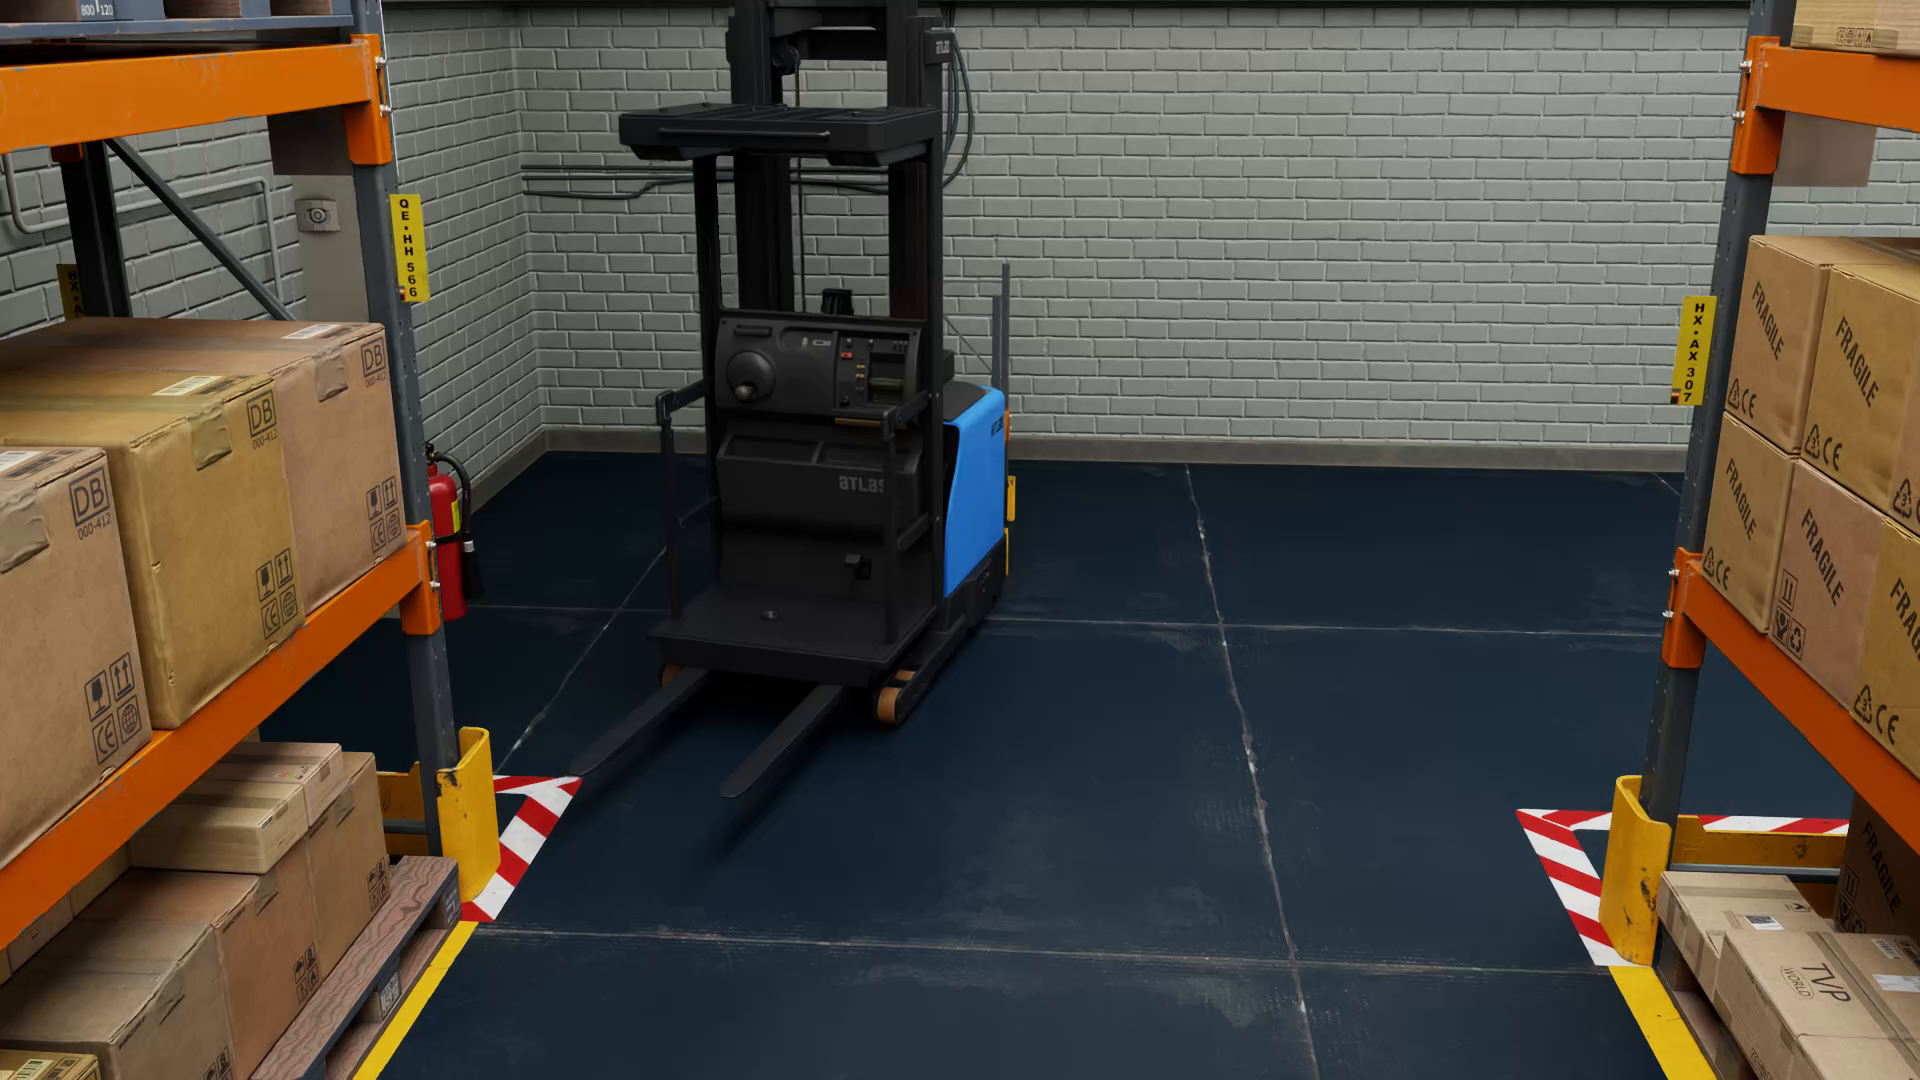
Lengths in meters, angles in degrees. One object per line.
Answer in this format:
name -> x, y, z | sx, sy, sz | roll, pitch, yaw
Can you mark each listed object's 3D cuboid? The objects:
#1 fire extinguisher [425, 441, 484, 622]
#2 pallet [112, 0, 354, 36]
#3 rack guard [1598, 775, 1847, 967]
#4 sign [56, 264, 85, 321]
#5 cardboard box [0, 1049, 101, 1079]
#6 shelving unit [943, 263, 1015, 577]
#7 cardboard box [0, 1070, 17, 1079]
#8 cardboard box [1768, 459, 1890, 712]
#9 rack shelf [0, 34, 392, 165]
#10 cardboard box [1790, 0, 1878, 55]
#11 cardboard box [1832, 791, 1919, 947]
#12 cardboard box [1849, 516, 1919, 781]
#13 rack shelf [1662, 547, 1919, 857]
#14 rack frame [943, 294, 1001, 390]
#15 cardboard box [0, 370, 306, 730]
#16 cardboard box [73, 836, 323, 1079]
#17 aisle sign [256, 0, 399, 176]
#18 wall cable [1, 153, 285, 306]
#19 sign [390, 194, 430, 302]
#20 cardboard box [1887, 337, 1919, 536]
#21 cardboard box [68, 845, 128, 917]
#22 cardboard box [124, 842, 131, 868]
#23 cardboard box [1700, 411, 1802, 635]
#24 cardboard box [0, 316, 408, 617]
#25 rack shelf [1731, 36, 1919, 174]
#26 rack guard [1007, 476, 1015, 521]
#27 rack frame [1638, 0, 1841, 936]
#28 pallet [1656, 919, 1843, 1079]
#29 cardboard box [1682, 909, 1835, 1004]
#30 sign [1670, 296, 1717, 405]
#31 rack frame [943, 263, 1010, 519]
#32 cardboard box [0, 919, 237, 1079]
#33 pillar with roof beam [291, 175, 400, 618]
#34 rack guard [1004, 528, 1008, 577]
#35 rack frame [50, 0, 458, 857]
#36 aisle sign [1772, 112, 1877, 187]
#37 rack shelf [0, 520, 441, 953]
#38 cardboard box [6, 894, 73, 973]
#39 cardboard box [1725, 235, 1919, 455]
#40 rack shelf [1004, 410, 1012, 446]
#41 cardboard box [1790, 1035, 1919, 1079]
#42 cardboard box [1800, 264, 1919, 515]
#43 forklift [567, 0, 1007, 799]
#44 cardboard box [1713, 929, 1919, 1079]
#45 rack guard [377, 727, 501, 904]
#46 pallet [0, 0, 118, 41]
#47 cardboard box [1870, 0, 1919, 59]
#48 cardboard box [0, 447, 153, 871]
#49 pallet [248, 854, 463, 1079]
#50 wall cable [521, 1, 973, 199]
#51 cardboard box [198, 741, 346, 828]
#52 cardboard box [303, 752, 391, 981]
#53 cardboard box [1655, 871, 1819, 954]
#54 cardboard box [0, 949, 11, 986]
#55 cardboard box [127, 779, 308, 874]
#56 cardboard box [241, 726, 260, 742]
fire extinguisher -> -1.755, -0.068, 5.537 | 0.296, 0.674, 0.183 | 1, 18, 4
pallet -> -2.269, -1.398, 4.198 | 1.003, 0.211, 1.213 | 1, 18, 4
rack guard -> 2.710, 1.075, 5.339 | 1.175, 0.500, 0.348 | 1, 18, 4
sign -> -2.779, -0.709, 5.252 | 0.100, 0.325, 0.005 | 1, 18, 4
cardboard box -> -2.278, 1.440, 3.552 | 0.700, 0.500, 0.500 | 2, 18, 5
shelving unit -> -0.005, -0.689, 9.117 | 0.587, 1.500, 1.083 | 1, 18, 4
cardboard box -> -2.113, 1.182, 3.296 | 0.380, 0.149, 0.250 | 1, 18, 2
cardboard box -> 2.389, 0.109, 4.114 | 0.500, 0.500, 0.500 | 1, 18, 3
rack shelf -> -2.369, -0.708, 3.105 | 1.077, 0.370, 4.000 | 1, 18, 4
cardboard box -> 2.425, -1.336, 4.108 | 0.500, 0.250, 0.500 | 1, 18, 4
cardboard box -> 2.922, 1.017, 4.810 | 0.500, 0.500, 0.500 | 1, 18, 4
cardboard box -> 2.350, 0.264, 3.638 | 0.500, 0.500, 0.500 | 1, 18, 4
rack shelf -> 2.572, 0.827, 3.238 | 1.077, 0.370, 4.000 | 1, 18, 4
rack frame -> -0.043, -0.528, 8.627 | 0.500, 1.500, 0.032 | 1, 18, 4
cardboard box -> -2.294, -0.003, 4.134 | 0.980, 0.700, 0.700 | 1, 18, 3
cardboard box -> -2.212, 1.118, 4.535 | 0.700, 0.500, 0.500 | 1, 18, 4
aisle sign -> -1.922, -1.497, 4.998 | 0.394, 0.787, 0.004 | 1, 18, 4
wall cable -> -3.078, -1.147, 6.475 | 0.084, 1.984, 1.851 | 1, 18, 4
sign -> -1.686, -0.892, 5.088 | 0.100, 0.325, 0.005 | 1, 18, 4
cardboard box -> 2.350, -0.209, 3.478 | 0.500, 0.500, 0.500 | 2, 18, 5
cardboard box -> -2.421, 0.846, 4.323 | 0.380, 0.149, 0.250 | 1, 18, 4
cardboard box -> -2.402, 0.768, 4.560 | 0.380, 0.149, 0.250 | 1, 18, 4
cardboard box -> 2.420, -0.052, 4.603 | 0.500, 0.500, 0.500 | 2, 18, 5
cardboard box -> -2.252, -0.230, 4.825 | 0.980, 0.700, 0.700 | 2, 18, 6
rack shelf -> 2.572, -0.599, 2.771 | 1.077, 0.370, 4.000 | 1, 18, 4
rack guard -> 0.030, -0.250, 9.784 | 0.587, 0.250, 0.087 | 1, 18, 4
rack frame -> 2.715, -0.136, 5.021 | 1.000, 3.000, 0.127 | 1, 18, 4
pallet -> 2.654, 1.460, 4.628 | 1.003, 0.211, 1.213 | 1, 18, 4
cardboard box -> 2.325, 1.201, 4.784 | 0.380, 0.166, 0.250 | 1, 18, 4
sign -> 2.174, -0.560, 4.923 | 0.100, 0.325, 0.005 | 1, 18, 4
rack frame -> 0.030, -0.844, 9.590 | 0.500, 1.500, 0.032 | 1, 18, 4
cardboard box -> -2.248, 1.274, 4.058 | 0.700, 0.500, 0.500 | 1, 18, 2
pillar with roof beam -> 1.399, -3.858, 6.746 | 9.100, 9.000, 0.400 | 1, 18, 4
rack guard -> -0.041, 0.060, 8.840 | 0.587, 0.250, 0.087 | 1, 18, 4
rack frame -> -2.226, -0.246, 5.355 | 1.000, 3.000, 0.127 | 1, 18, 4
aisle sign -> 2.427, -1.399, 4.701 | 0.394, 0.787, 0.004 | 1, 18, 4
rack shelf -> -2.369, 0.717, 3.572 | 1.077, 0.370, 4.000 | 1, 18, 4
cardboard box -> -2.438, 0.925, 4.081 | 0.380, 0.149, 0.250 | 2, 18, 5
cardboard box -> 2.420, -0.527, 4.447 | 0.500, 0.500, 0.500 | 2, 18, 6
rack shelf -> -0.006, -0.515, 9.165 | 0.538, 0.185, 1.000 | 1, 18, 4
cardboard box -> 2.322, 1.435, 3.937 | 0.500, 0.250, 0.500 | 1, 18, 4
cardboard box -> 2.391, -0.364, 3.951 | 0.500, 0.500, 0.500 | 1, 18, 4
forklift -> -0.681, -0.746, 6.991 | 1.130, 2.935, 3.031 | 5, 19, 16
cardboard box -> 2.358, 1.279, 4.411 | 0.500, 0.250, 0.500 | 1, 18, 4
rack guard -> -2.224, 0.935, 5.767 | 1.175, 0.500, 0.348 | 1, 18, 4
pallet -> -2.353, -1.018, 3.039 | 1.003, 0.211, 1.213 | 1, 18, 4
cardboard box -> 2.376, -1.181, 3.635 | 0.500, 0.250, 0.500 | 1, 18, 4
cardboard box -> -2.357, 0.233, 3.412 | 0.980, 0.700, 0.700 | 0, 18, 1
pallet -> -2.205, 1.330, 5.026 | 1.003, 0.211, 1.213 | 1, 18, 4
wall cable -> -1.464, -3.370, 10.241 | 3.097, 2.526, 0.112 | 1, 18, 4
cardboard box -> -2.004, 0.698, 4.774 | 0.380, 0.149, 0.250 | 1, 18, 3
cardboard box -> -2.176, 0.962, 5.009 | 0.700, 0.500, 0.500 | 1, 18, 4
cardboard box -> 2.342, 1.132, 5.023 | 0.380, 0.149, 0.250 | 1, 18, 4
cardboard box -> -2.456, 1.005, 3.838 | 0.380, 0.149, 0.250 | 1, 18, 4
cardboard box -> -2.021, 0.777, 4.531 | 0.380, 0.149, 0.250 | 2, 18, 5
cardboard box -> -2.367, 0.611, 5.040 | 0.380, 0.149, 0.250 | 1, 18, 4
